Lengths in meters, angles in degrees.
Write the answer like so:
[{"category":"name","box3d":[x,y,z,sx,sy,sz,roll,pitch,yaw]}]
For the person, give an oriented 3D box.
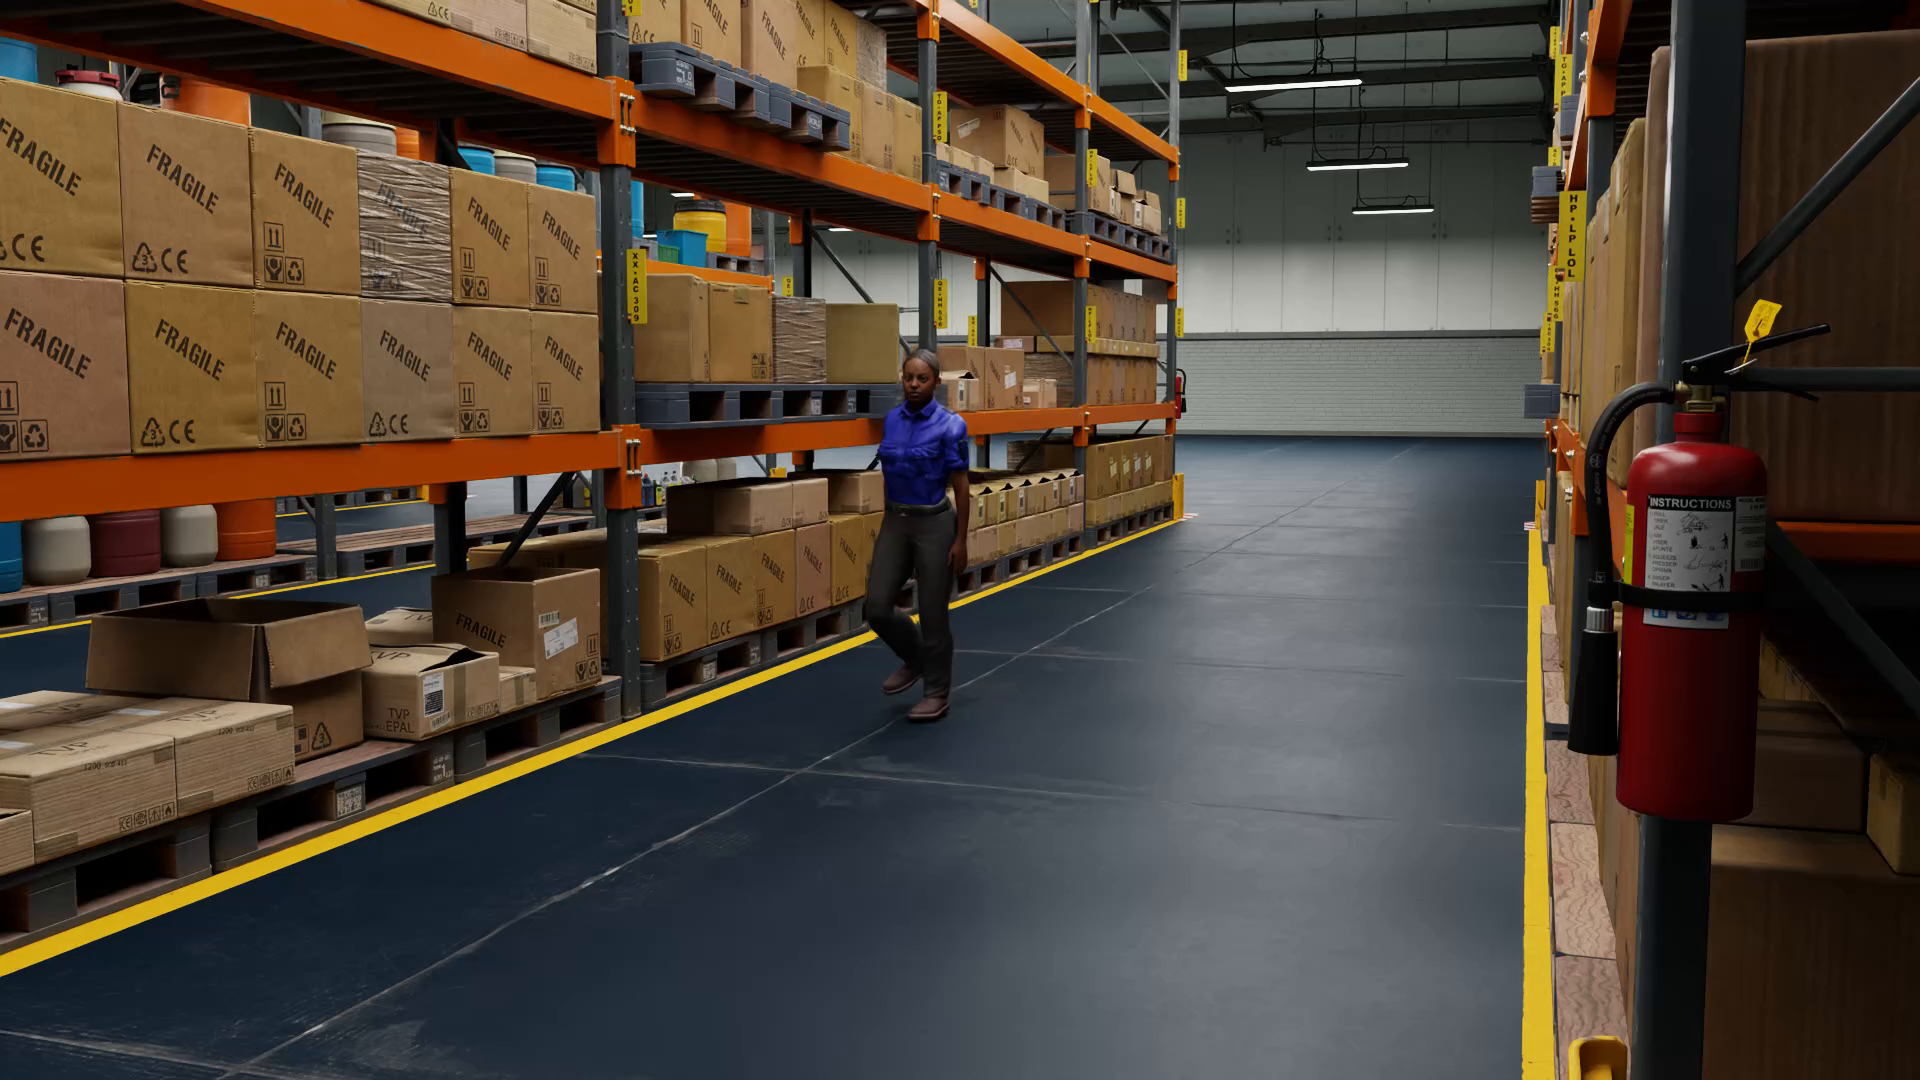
[{"category":"person","box3d":[-0.156,-0.059,7.436,0.483,1.578,0.436,3,6,28]}]
